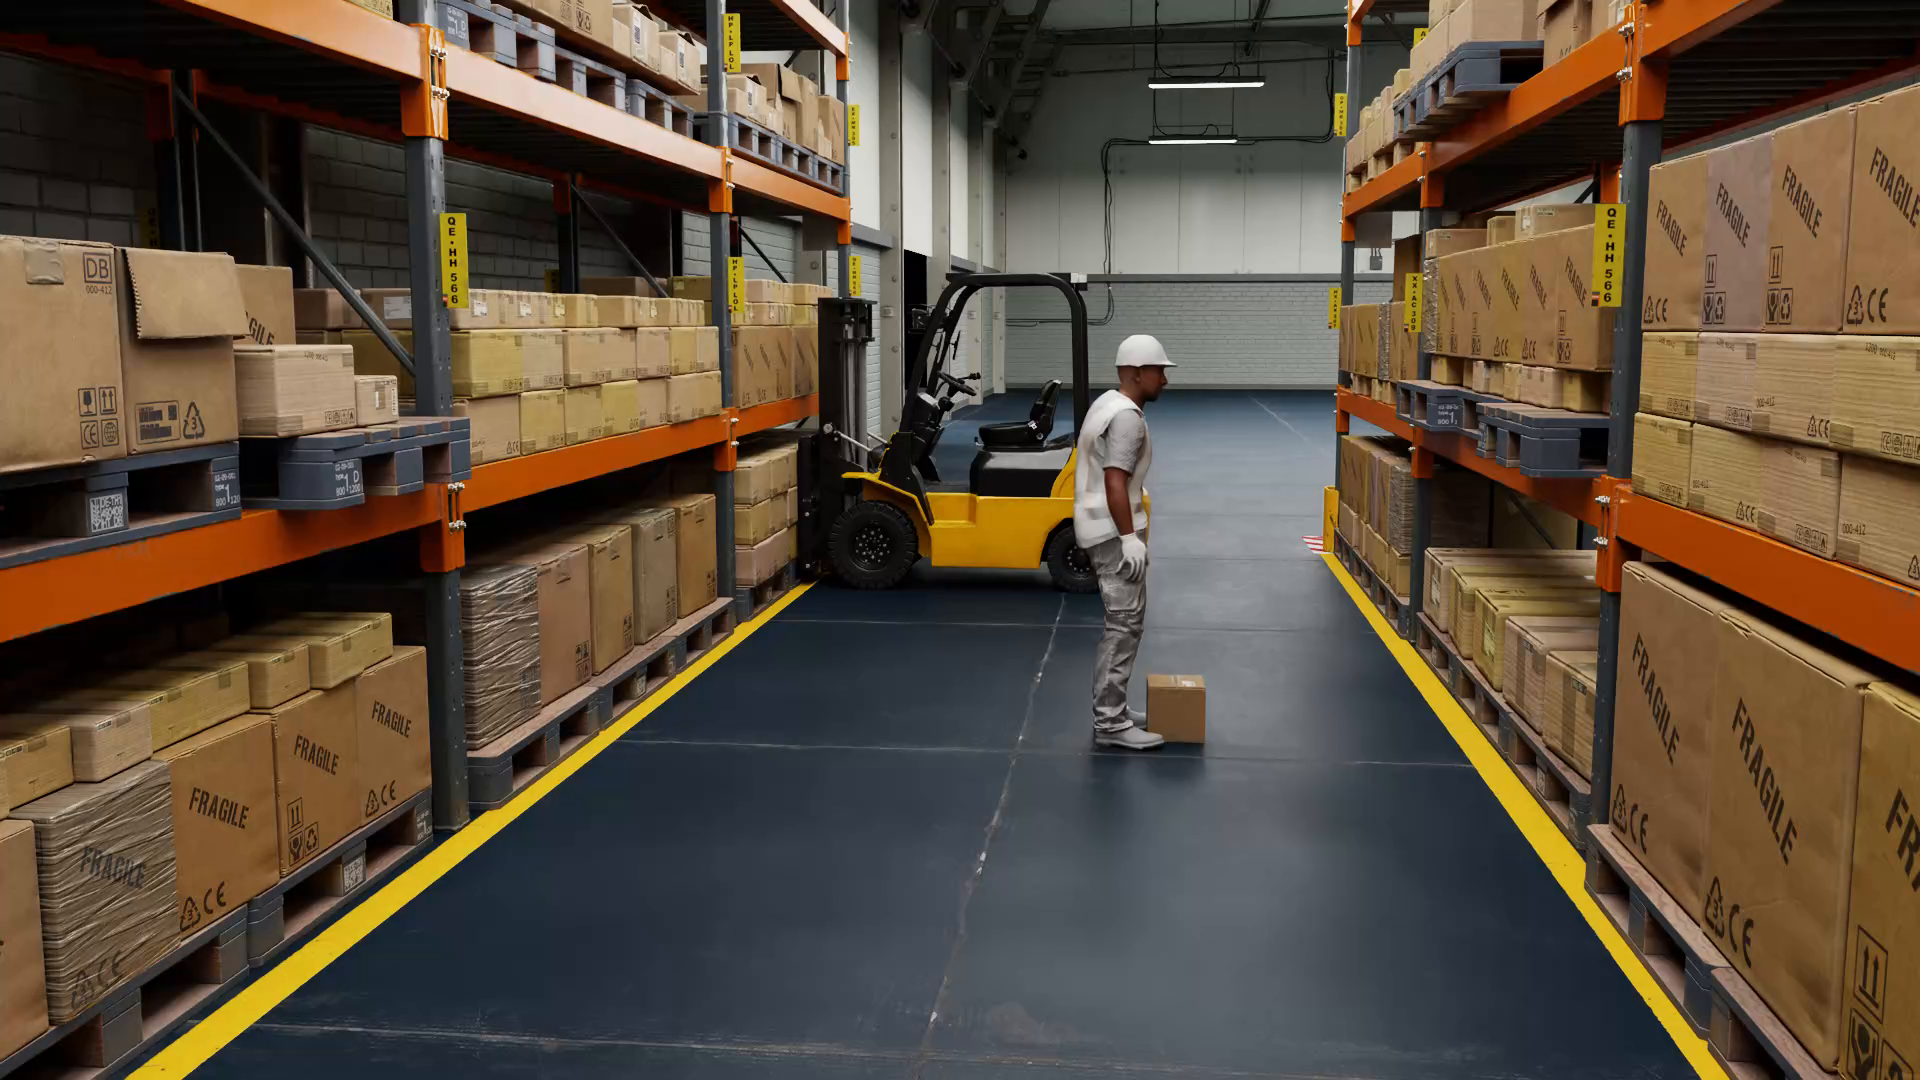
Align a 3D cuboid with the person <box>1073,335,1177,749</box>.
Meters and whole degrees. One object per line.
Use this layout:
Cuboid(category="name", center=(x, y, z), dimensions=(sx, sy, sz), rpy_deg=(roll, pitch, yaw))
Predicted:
Cuboid(category="person", center=(0.720, -0.008, 7.311), dimensions=(0.450, 1.773, 0.622), rpy_deg=(0, 8, 3))
